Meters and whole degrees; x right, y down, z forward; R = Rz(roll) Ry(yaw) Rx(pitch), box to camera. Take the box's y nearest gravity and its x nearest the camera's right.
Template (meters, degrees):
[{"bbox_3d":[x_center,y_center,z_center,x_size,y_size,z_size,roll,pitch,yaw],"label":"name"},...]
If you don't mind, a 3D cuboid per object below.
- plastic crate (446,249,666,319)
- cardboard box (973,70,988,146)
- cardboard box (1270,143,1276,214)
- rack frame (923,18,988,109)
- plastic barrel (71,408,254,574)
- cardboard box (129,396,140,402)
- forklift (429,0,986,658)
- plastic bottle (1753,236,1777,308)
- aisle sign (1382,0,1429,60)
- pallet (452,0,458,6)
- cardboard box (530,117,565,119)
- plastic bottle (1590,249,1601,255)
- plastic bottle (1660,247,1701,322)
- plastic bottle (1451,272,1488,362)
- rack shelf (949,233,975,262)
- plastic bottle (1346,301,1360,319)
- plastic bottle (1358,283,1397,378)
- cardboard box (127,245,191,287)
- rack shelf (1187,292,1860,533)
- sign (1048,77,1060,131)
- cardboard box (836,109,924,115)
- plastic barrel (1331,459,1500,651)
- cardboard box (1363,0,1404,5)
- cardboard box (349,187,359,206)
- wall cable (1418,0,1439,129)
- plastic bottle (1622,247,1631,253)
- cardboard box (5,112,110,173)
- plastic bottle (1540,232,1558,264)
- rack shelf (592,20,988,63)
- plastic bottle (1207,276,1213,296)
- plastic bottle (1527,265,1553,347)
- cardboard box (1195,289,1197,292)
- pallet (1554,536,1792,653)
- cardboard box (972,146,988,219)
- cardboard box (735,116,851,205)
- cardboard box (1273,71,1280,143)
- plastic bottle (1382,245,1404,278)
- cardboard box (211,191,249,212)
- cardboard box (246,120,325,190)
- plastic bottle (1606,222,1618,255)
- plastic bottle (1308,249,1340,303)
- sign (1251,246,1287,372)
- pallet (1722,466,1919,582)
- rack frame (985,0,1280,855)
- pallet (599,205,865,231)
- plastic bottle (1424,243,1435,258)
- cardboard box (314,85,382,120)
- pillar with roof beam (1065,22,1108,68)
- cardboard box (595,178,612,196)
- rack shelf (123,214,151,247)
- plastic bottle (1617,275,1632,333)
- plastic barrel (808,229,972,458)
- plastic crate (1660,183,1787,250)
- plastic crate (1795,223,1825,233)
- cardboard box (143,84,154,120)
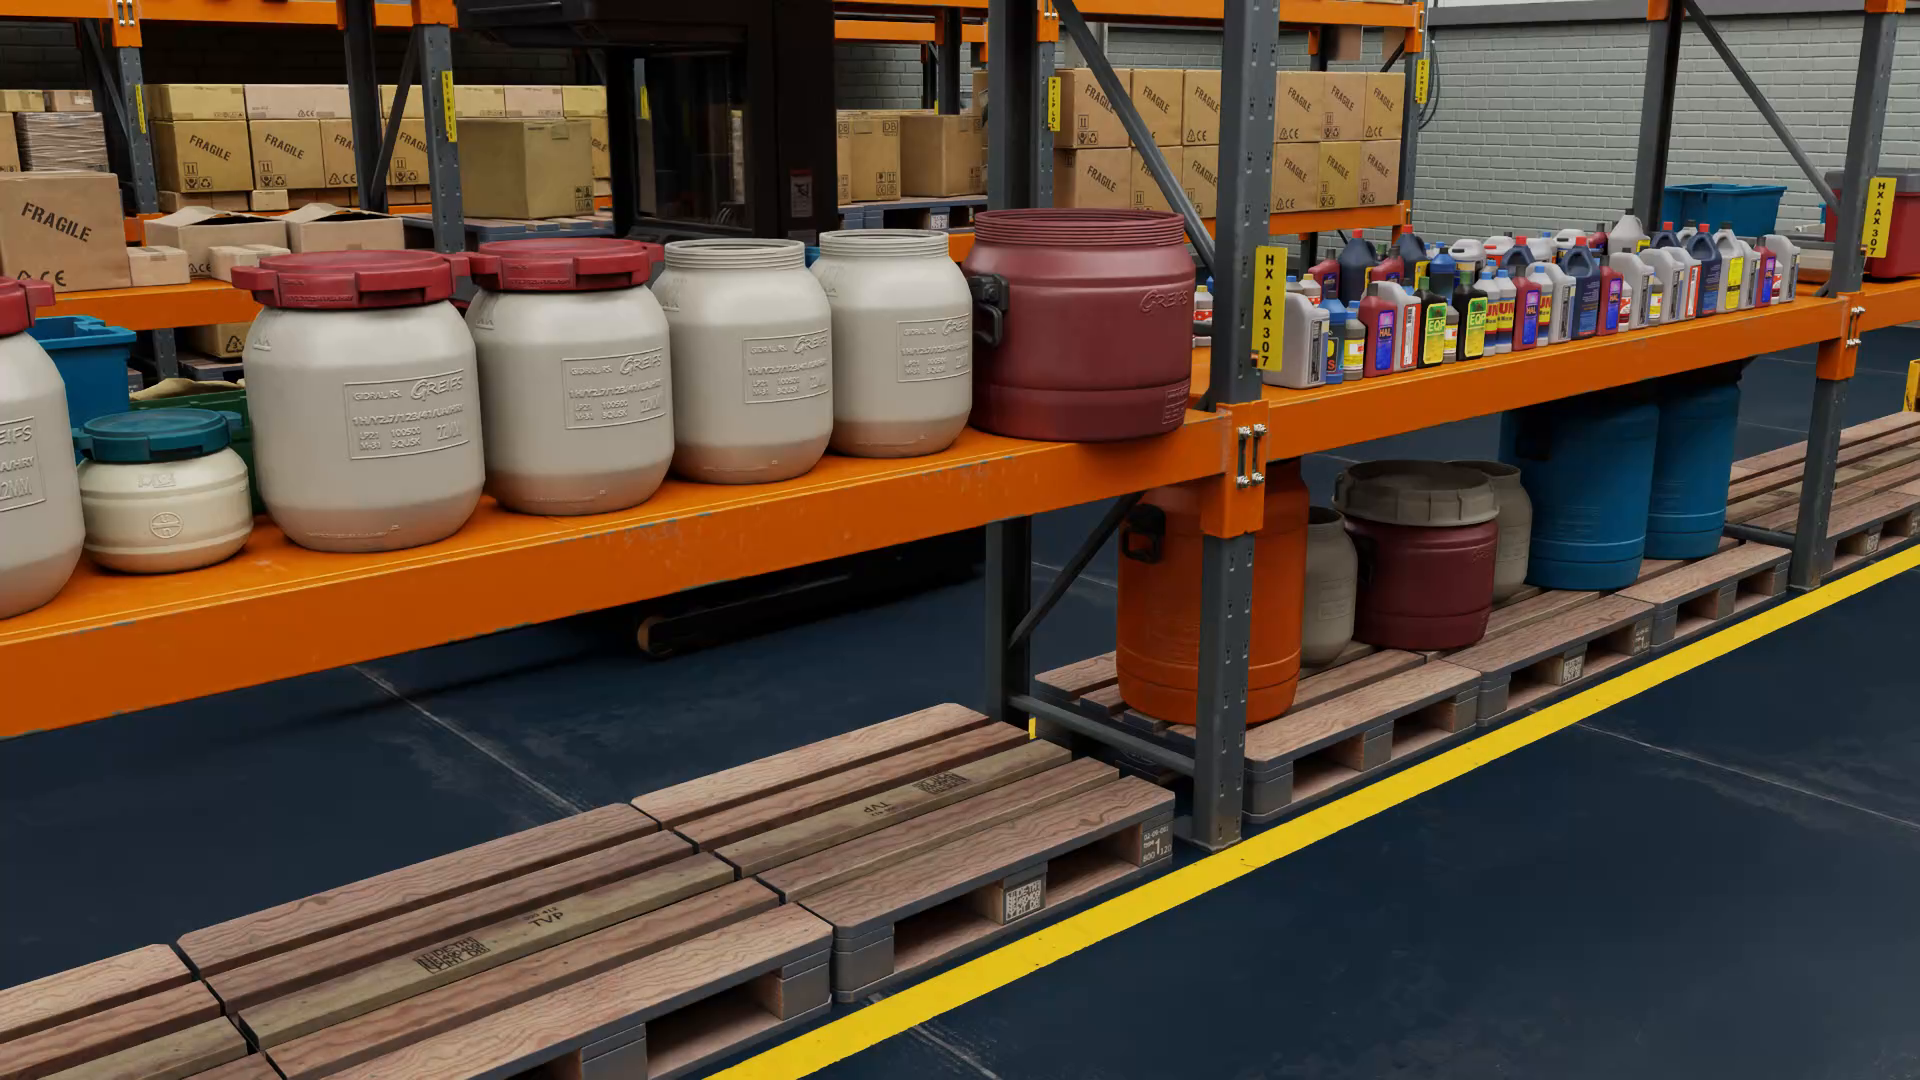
[{"bbox_3d":[-0.965,-0.459,4.032,0.583,0.464,0.402,-13,19,-39],"label":"plastic crate"},{"bbox_3d":[0.435,-2.952,11.359,0.500,0.500,0.500,-13,19,-39],"label":"cardboard box"},{"bbox_3d":[1.933,-2.625,12.069,0.500,0.500,0.500,-13,20,-40],"label":"cardboard box"},{"bbox_3d":[-0.013,-3.926,17.136,0.127,3.000,1.000,-13,19,-39],"label":"rack frame"},{"bbox_3d":[-1.463,-0.092,3.051,0.301,0.262,0.301,0,15,0],"label":"plastic barrel"},{"bbox_3d":[-4.159,-0.544,7.904,0.500,0.311,0.500,-13,20,-41],"label":"cardboard box"},{"bbox_3d":[-1.297,-1.106,6.710,3.031,2.935,1.130,-13,20,-40],"label":"forklift"},{"bbox_3d":[3.243,-1.086,6.728,0.133,0.283,0.061,-13,19,-39],"label":"plastic bottle"},{"bbox_3d":[3.494,-4.170,13.013,0.004,0.787,0.394,-13,19,-39],"label":"aisle sign"},{"bbox_3d":[-3.690,-4.440,13.620,1.217,0.209,0.805,-14,20,-42],"label":"pallet"},{"bbox_3d":[-3.592,-3.235,13.738,0.500,0.500,0.500,-12,19,-39],"label":"cardboard box"},{"bbox_3d":[2.693,-1.137,7.077,0.097,0.201,0.097,0,15,0],"label":"plastic bottle"},{"bbox_3d":[2.731,-0.983,6.358,0.135,0.276,0.152,-13,19,-39],"label":"plastic bottle"},{"bbox_3d":[1.648,-0.728,5.387,0.133,0.283,0.061,-13,19,-39],"label":"plastic bottle"},{"bbox_3d":[-1.285,-1.598,9.816,4.000,0.370,1.077,-13,19,-39],"label":"rack shelf"},{"bbox_3d":[1.247,-0.656,5.279,0.097,0.201,0.097,0,15,0],"label":"plastic bottle"},{"bbox_3d":[1.271,-0.643,5.071,0.133,0.283,0.061,-13,19,-39],"label":"plastic bottle"},{"bbox_3d":[-3.719,-1.259,7.637,0.250,0.149,0.380,-11,18,-35],"label":"cardboard box"},{"bbox_3d":[1.964,-0.634,6.203,4.000,0.370,1.077,-13,19,-39],"label":"rack shelf"},{"bbox_3d":[0.591,-2.737,10.440,0.005,0.325,0.100,-13,19,-39],"label":"sign"},{"bbox_3d":[-0.933,-3.857,16.297,0.700,0.700,0.980,-13,20,-40],"label":"cardboard box"},{"bbox_3d":[1.665,0.042,6.138,0.708,0.588,0.600,-13,19,-39],"label":"plastic barrel"},{"bbox_3d":[3.027,-4.201,12.642,0.500,0.250,0.500,-13,19,-39],"label":"cardboard box"},{"bbox_3d":[-4.696,-2.693,12.969,0.250,0.149,0.380,-12,19,-39],"label":"cardboard box"},{"bbox_3d":[4.488,-6.213,20.089,0.112,2.526,3.097,-13,19,-39],"label":"wall cable"},{"bbox_3d":[2.534,-0.979,6.352,0.097,0.271,0.097,0,15,0],"label":"plastic bottle"},{"bbox_3d":[-6.396,-2.750,11.687,0.700,0.500,0.500,13,20,40],"label":"cardboard box"},{"bbox_3d":[2.492,-1.177,7.094,0.097,0.271,0.097,0,15,0],"label":"plastic bottle"},{"bbox_3d":[-1.522,-4.689,15.573,4.000,0.370,1.077,-13,19,-39],"label":"rack shelf"},{"bbox_3d":[0.900,-0.820,5.756,0.097,0.271,0.097,0,15,0],"label":"plastic bottle"},{"bbox_3d":[1.970,-0.800,5.683,0.097,0.271,0.097,0,15,0],"label":"plastic bottle"},{"bbox_3d":[1.638,-1.611,12.452,0.637,0.503,0.797,-13,19,-39],"label":"cardboard box"},{"bbox_3d":[2.863,0.150,7.280,1.213,0.211,1.003,-13,19,-39],"label":"pallet"},{"bbox_3d":[0.432,-2.468,11.482,0.500,0.500,0.500,-12,19,-38],"label":"cardboard box"},{"bbox_3d":[-1.069,-2.225,9.759,0.700,0.500,0.500,10,18,33],"label":"cardboard box"},{"bbox_3d":[1.930,-3.103,11.925,0.500,0.500,0.500,-12,19,-38],"label":"cardboard box"},{"bbox_3d":[1.622,-0.973,6.307,0.133,0.283,0.061,-13,19,-39],"label":"plastic bottle"},{"bbox_3d":[-5.452,-2.511,12.286,0.250,0.149,0.380,-12,19,-39],"label":"cardboard box"},{"bbox_3d":[-5.113,-2.892,12.456,0.500,0.500,0.500,-12,19,-38],"label":"cardboard box"},{"bbox_3d":[2.916,-1.284,7.472,0.133,0.283,0.061,-13,19,-39],"label":"plastic bottle"},{"bbox_3d":[1.342,-0.931,6.149,0.133,0.283,0.061,-13,19,-39],"label":"plastic bottle"},{"bbox_3d":[0.821,-0.615,4.424,0.005,0.325,0.100,-13,19,-39],"label":"sign"},{"bbox_3d":[4.002,-0.105,8.233,1.213,0.211,1.003,-13,19,-39],"label":"pallet"},{"bbox_3d":[0.455,-0.642,4.842,0.127,3.000,1.000,-13,19,-39],"label":"rack frame"},{"bbox_3d":[-1.330,-1.845,9.716,1.213,0.211,1.003,-13,19,-39],"label":"pallet"},{"bbox_3d":[1.821,-1.027,6.530,0.097,0.271,0.097,0,15,0],"label":"plastic bottle"},{"bbox_3d":[-4.757,-3.338,12.673,0.500,0.250,0.500,-12,19,-39],"label":"cardboard box"},{"bbox_3d":[4.282,-6.612,15.567,0.400,9.000,9.100,-13,19,-39],"label":"pillar with roof beam"},{"bbox_3d":[-3.100,-3.024,14.208,0.250,0.149,0.380,-12,19,-39],"label":"cardboard box"},{"bbox_3d":[-7.557,-1.885,10.887,4.000,0.370,1.077,-13,19,-39],"label":"rack shelf"},{"bbox_3d":[2.385,-0.860,6.041,0.097,0.201,0.097,0,15,0],"label":"plastic bottle"},{"bbox_3d":[-0.181,-0.480,4.020,0.421,0.512,0.421,0,15,0],"label":"plastic barrel"},{"bbox_3d":[3.601,-1.487,7.918,0.575,0.384,0.392,-13,19,-39],"label":"plastic crate"},{"bbox_3d":[4.589,-1.575,8.729,0.466,0.136,0.293,-13,19,-39],"label":"plastic crate"},{"bbox_3d":[-5.876,-3.262,12.388,0.500,0.250,0.500,-12,19,-38],"label":"cardboard box"}]
